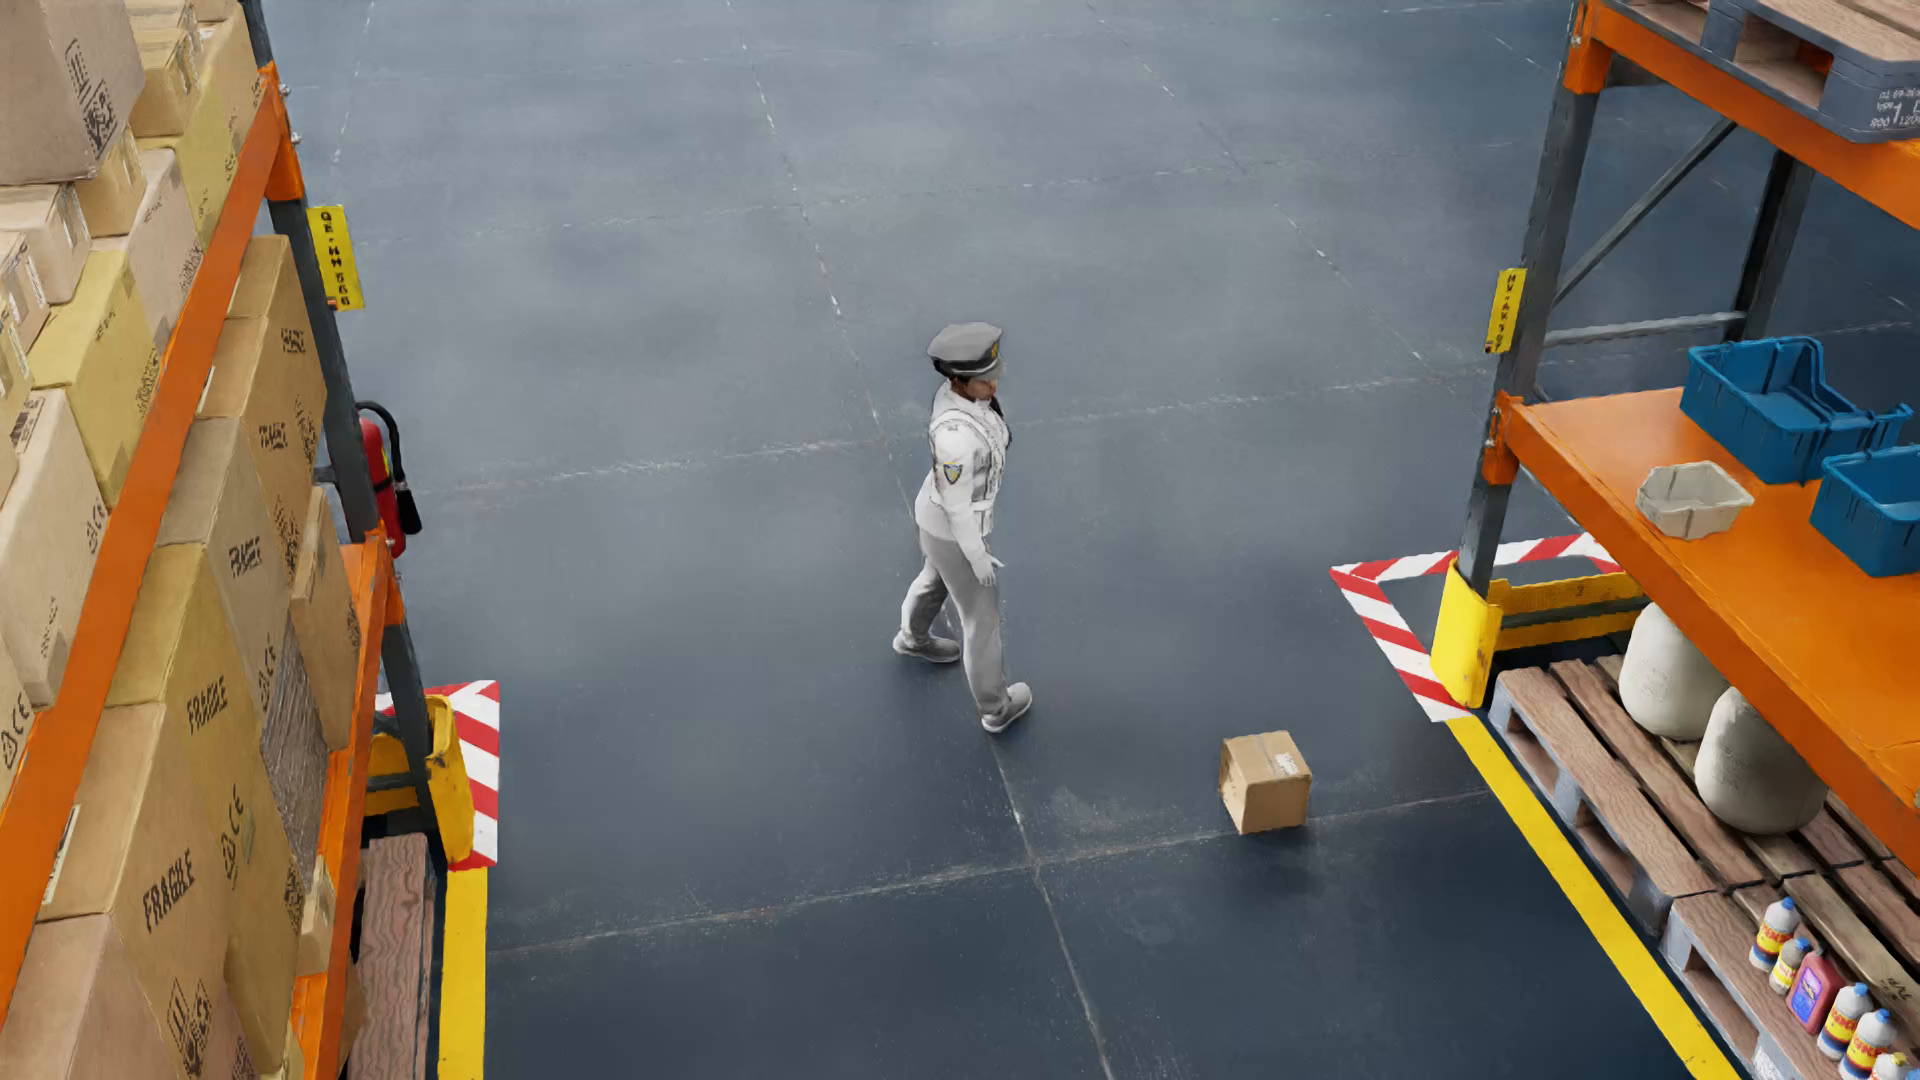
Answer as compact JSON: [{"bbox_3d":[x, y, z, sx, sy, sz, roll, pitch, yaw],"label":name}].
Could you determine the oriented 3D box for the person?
[{"bbox_3d":[0.012,-0.075,6.259,0.552,1.666,0.579,0,35,0],"label":"person"}]
